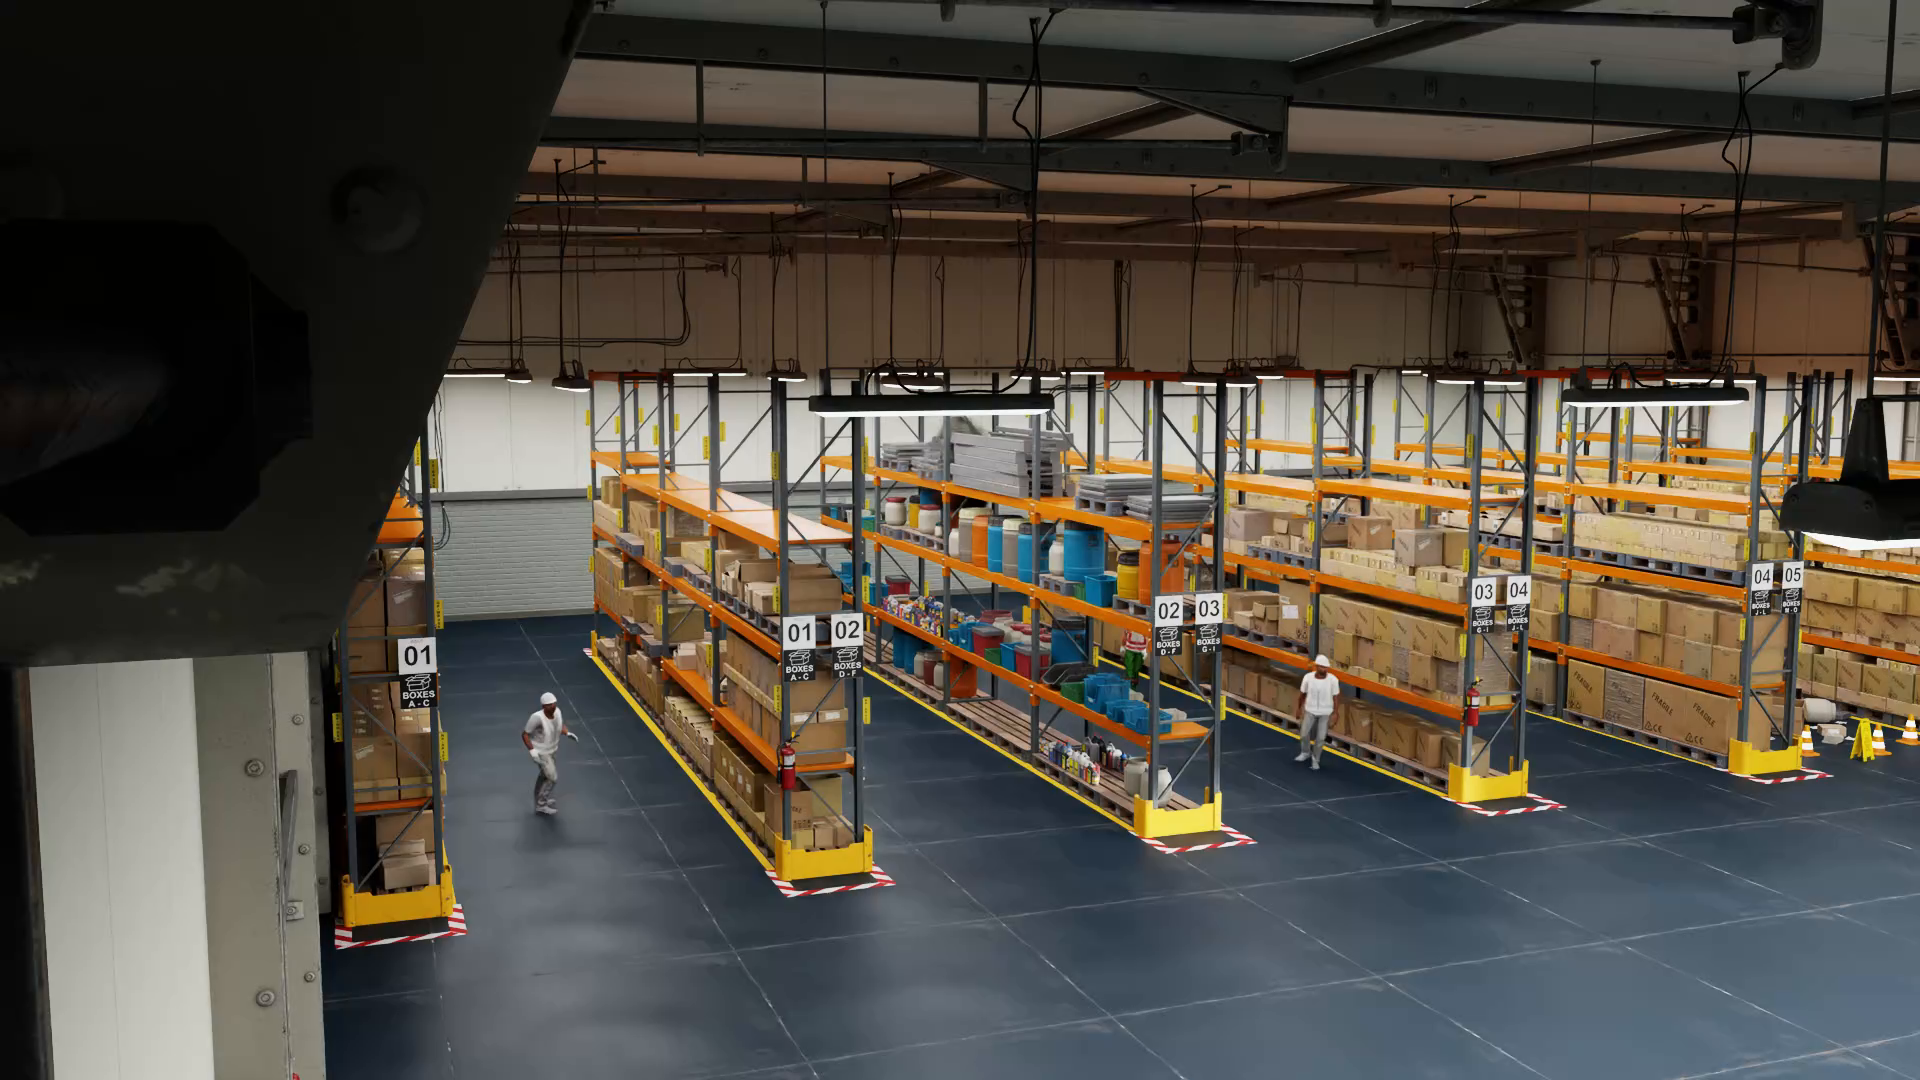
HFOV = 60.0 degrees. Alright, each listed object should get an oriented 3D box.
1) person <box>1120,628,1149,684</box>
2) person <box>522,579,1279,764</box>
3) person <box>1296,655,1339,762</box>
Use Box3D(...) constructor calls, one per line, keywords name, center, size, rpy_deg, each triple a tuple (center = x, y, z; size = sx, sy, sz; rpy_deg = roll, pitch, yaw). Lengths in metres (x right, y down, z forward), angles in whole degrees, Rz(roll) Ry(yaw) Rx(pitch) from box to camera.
Box3D(name="person", center=(3.253, 2.046, 30.539), size=(0.583, 1.746, 0.899), rpy_deg=(0, 6, 3))
Box3D(name="person", center=(4.569, 1.583, 35.057), size=(13.770, 1.704, 29.484), rpy_deg=(2, 7, 15))
Box3D(name="person", center=(5.460, 2.583, 25.406), size=(0.647, 1.686, 0.446), rpy_deg=(2, 7, 16))
